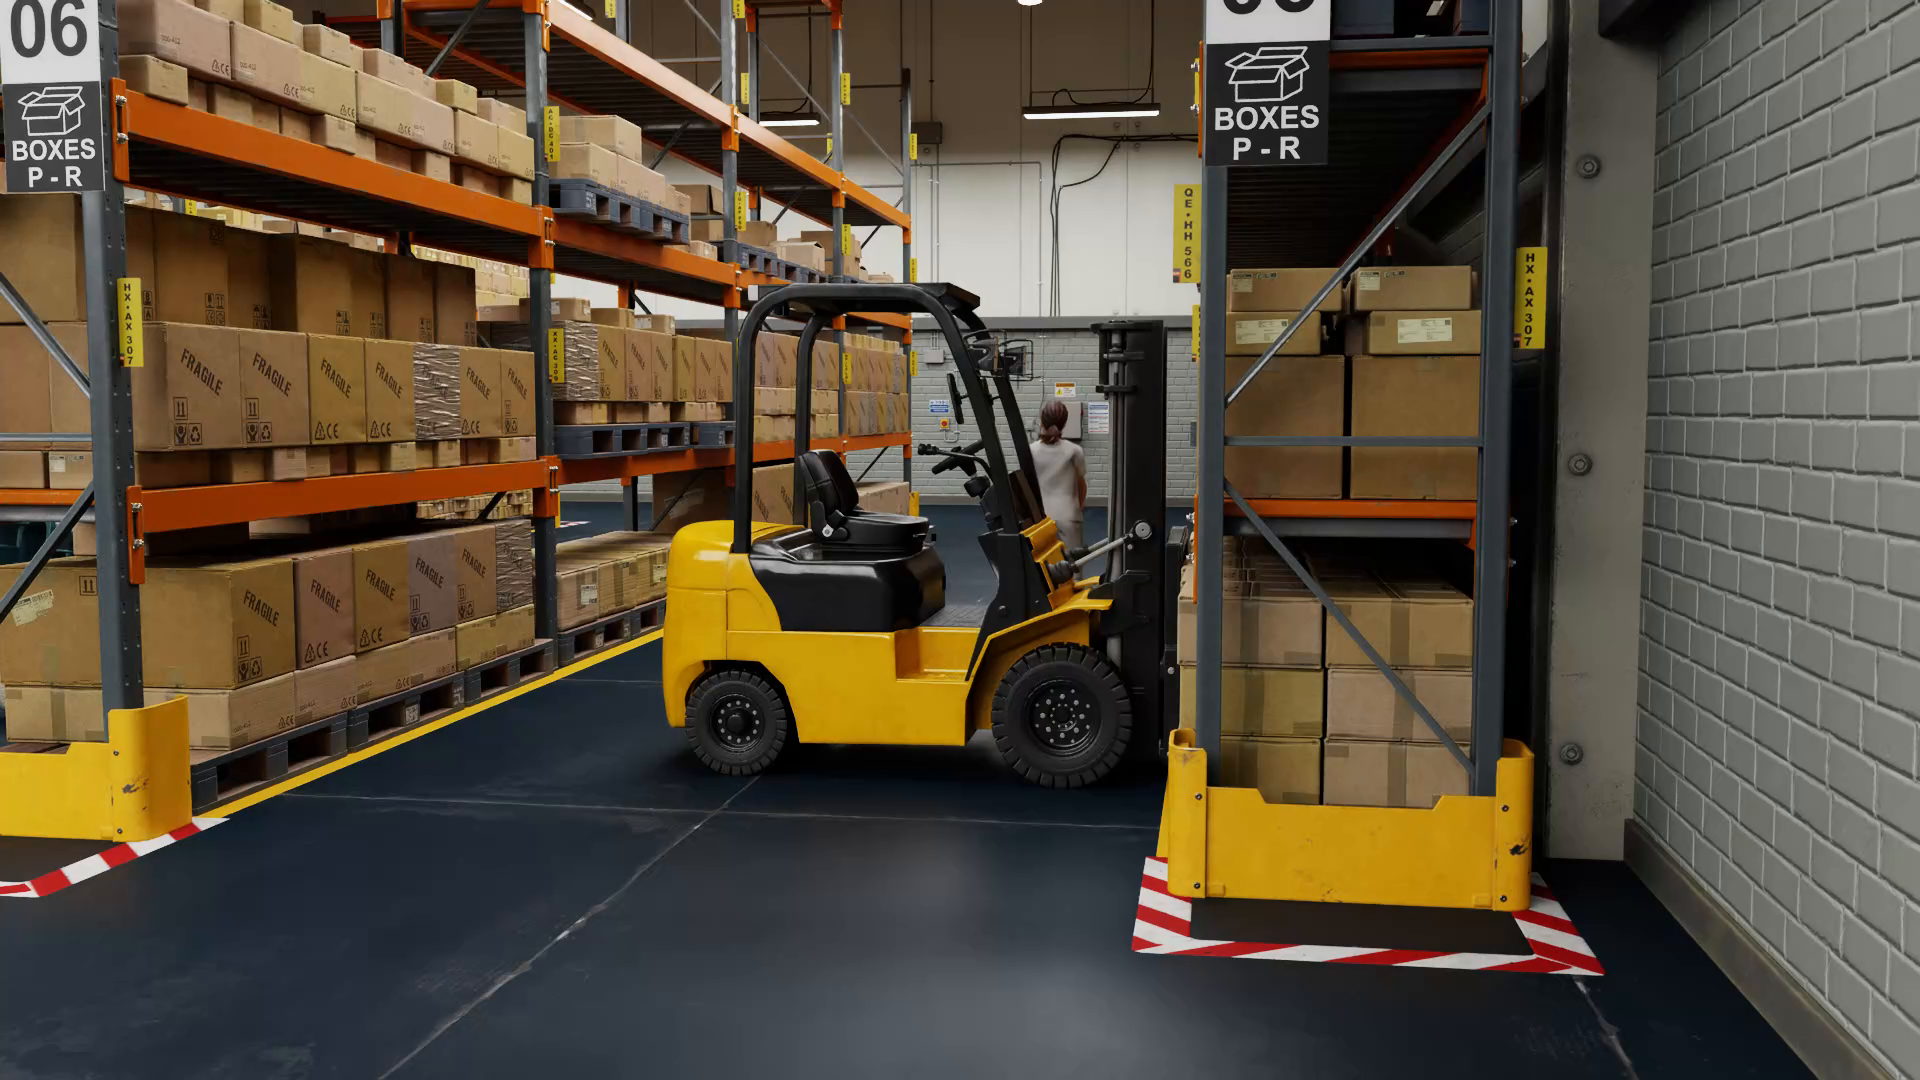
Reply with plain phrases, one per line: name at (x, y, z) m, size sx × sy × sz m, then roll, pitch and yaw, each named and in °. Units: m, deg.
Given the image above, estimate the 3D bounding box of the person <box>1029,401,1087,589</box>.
person at (0.637, -0.091, 11.085) m, size 0.424 × 1.666 × 0.528 m, roll 1°, pitch 5°, yaw 8°
